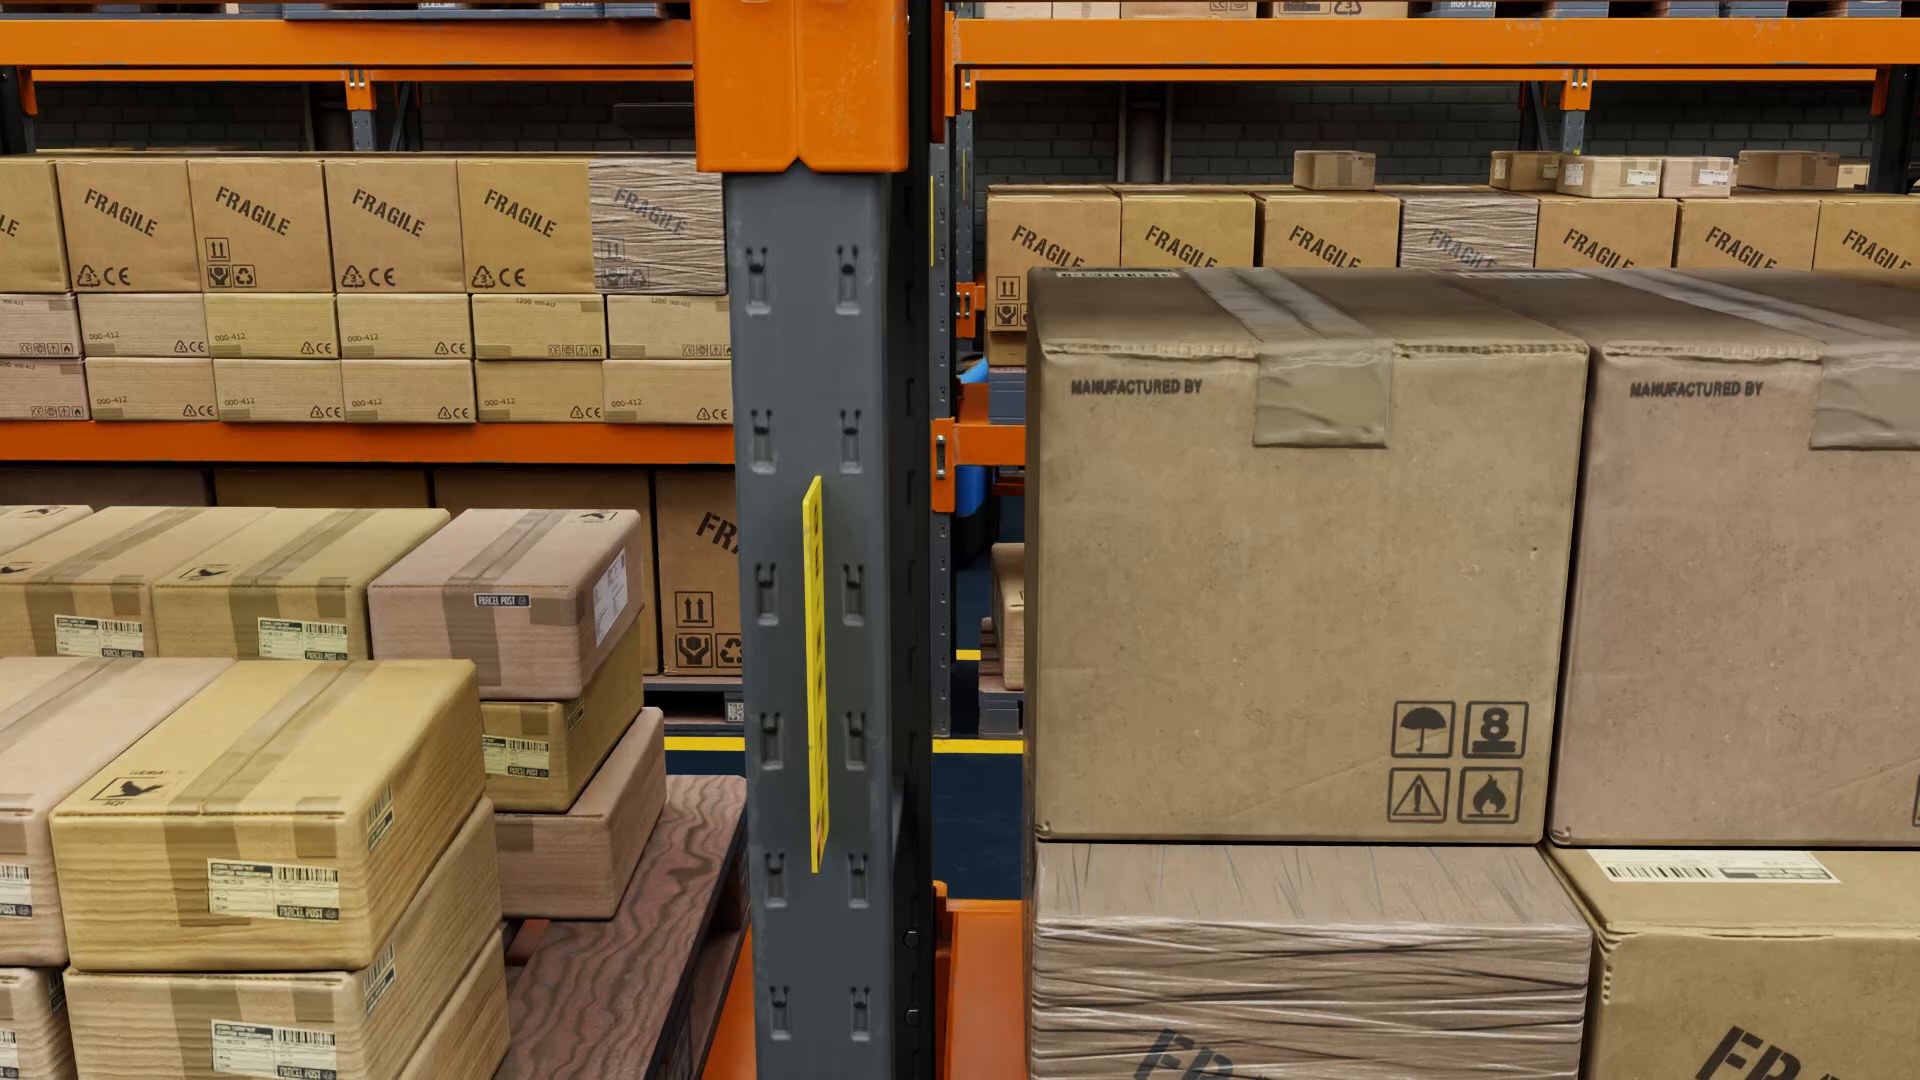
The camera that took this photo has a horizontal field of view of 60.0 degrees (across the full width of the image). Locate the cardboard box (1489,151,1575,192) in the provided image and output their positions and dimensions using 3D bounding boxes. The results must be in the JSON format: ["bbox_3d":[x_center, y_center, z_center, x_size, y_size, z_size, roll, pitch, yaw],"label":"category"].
[{"bbox_3d":[2.357,-1.523,6.858,0.250,0.149,0.380,1,15,5],"label":"cardboard box"}]

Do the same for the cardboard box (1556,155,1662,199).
[{"bbox_3d":[2.476,-1.391,6.359,0.250,0.149,0.380,0,15,-1],"label":"cardboard box"}]

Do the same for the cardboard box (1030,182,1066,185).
[{"bbox_3d":[0.626,-2.470,11.855,0.250,0.149,0.380,1,15,3],"label":"cardboard box"}]

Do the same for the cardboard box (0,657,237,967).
[{"bbox_3d":[-0.870,0.239,1.556,0.250,0.149,0.380,0,15,1],"label":"cardboard box"}]

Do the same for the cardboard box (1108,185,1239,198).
[{"bbox_3d":[0.887,-1.229,7.014,0.500,0.500,0.500,0,15,1],"label":"cardboard box"}]

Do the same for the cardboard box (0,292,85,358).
[{"bbox_3d":[-3.658,-0.886,6.634,0.500,0.250,0.500,0,15,0],"label":"cardboard box"}]

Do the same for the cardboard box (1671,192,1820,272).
[{"bbox_3d":[2.944,-1.082,6.461,0.500,0.500,0.500,0,15,2],"label":"cardboard box"}]

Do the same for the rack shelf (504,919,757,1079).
[{"bbox_3d":[-2.116,0.832,2.217,4.000,0.370,1.077,0,15,1],"label":"rack shelf"}]

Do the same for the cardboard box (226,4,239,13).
[{"bbox_3d":[-4.976,-3.520,11.131,0.500,0.250,0.500,0,15,0],"label":"cardboard box"}]

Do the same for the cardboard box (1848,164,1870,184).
[{"bbox_3d":[6.132,-2.443,11.167,0.250,0.149,0.380,1,15,2],"label":"cardboard box"}]

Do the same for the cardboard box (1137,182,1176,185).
[{"bbox_3d":[1.390,-2.447,11.769,0.250,0.149,0.380,0,15,1],"label":"cardboard box"}]

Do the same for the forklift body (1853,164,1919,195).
[{"bbox_3d":[6.086,-1.116,9.855,1.214,2.155,2.313,0,15,1],"label":"forklift body"}]

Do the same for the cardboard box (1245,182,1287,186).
[{"bbox_3d":[2.161,-2.447,11.766,0.250,0.149,0.380,1,15,2],"label":"cardboard box"}]

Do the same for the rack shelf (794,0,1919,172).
[{"bbox_3d":[1.882,-0.592,1.736,4.000,0.370,1.077,0,15,1],"label":"rack shelf"}]

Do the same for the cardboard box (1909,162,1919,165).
[{"bbox_3d":[6.662,-2.551,11.580,0.250,0.149,0.380,1,15,3],"label":"cardboard box"}]

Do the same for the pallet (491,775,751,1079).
[{"bbox_3d":[-0.832,0.612,2.015,1.003,0.211,1.213,0,15,1],"label":"pallet"}]

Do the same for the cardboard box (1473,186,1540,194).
[{"bbox_3d":[2.451,-1.221,6.986,0.500,0.500,0.500,0,15,1],"label":"cardboard box"}]

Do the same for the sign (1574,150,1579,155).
[{"bbox_3d":[4.026,-2.389,10.900,0.005,0.325,0.100,0,15,1],"label":"sign"}]

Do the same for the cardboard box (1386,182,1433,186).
[{"bbox_3d":[3.168,-2.442,11.747,0.250,0.149,0.380,0,15,1],"label":"cardboard box"}]

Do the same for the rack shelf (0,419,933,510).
[{"bbox_3d":[-2.091,-0.431,7.004,4.000,0.370,1.077,0,15,1],"label":"rack shelf"}]

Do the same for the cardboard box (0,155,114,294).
[{"bbox_3d":[-3.658,-1.248,6.533,0.500,0.500,0.500,1,15,2],"label":"cardboard box"}]

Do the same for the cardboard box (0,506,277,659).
[{"bbox_3d":[-1.088,0.072,2.192,0.250,0.149,0.380,0,15,1],"label":"cardboard box"}]

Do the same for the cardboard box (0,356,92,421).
[{"bbox_3d":[-3.657,-0.649,6.715,0.500,0.250,0.500,0,15,0],"label":"cardboard box"}]

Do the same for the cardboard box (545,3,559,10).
[{"bbox_3d":[-2.658,-3.529,10.928,0.250,0.149,0.380,0,15,1],"label":"cardboard box"}]

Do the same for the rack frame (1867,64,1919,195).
[{"bbox_3d":[3.907,-0.740,6.764,0.127,3.000,1.000,0,15,1],"label":"rack frame"}]

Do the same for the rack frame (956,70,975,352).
[{"bbox_3d":[0.031,-2.032,11.661,0.127,3.000,1.000,0,15,1],"label":"rack frame"}]

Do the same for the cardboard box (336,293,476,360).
[{"bbox_3d":[-2.126,-0.877,6.599,0.500,0.250,0.500,0,15,0],"label":"cardboard box"}]

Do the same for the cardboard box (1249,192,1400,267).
[{"bbox_3d":[1.404,-1.096,6.511,0.500,0.500,0.500,1,15,2],"label":"cardboard box"}]

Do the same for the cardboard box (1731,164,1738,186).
[{"bbox_3d":[5.115,-2.428,11.112,0.250,0.149,0.380,1,15,3],"label":"cardboard box"}]

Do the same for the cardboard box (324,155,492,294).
[{"bbox_3d":[-2.130,-1.246,6.526,0.500,0.500,0.500,0,15,1],"label":"cardboard box"}]

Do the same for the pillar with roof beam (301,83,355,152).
[{"bbox_3d":[-4.750,-4.095,7.722,0.400,9.000,9.100,0,15,1],"label":"pillar with roof beam"}]

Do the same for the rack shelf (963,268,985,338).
[{"bbox_3d":[2.031,-1.671,11.703,4.000,0.370,1.077,0,15,1],"label":"rack shelf"}]

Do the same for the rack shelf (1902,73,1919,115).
[{"bbox_3d":[5.906,-1.829,6.424,4.000,0.370,1.077,0,15,1],"label":"rack shelf"}]

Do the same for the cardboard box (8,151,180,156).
[{"bbox_3d":[-3.637,-1.385,7.053,0.500,0.500,0.500,1,15,3],"label":"cardboard box"}]

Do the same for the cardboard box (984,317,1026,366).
[{"bbox_3d":[0.228,-0.798,6.654,0.250,0.149,0.380,0,15,-2],"label":"cardboard box"}]

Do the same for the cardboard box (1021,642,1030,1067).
[{"bbox_3d":[0.340,0.383,2.312,0.500,0.500,0.500,0,15,1],"label":"cardboard box"}]

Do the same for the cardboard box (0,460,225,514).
[{"bbox_3d":[-3.469,0.016,7.241,0.875,0.875,0.875,1,15,3],"label":"cardboard box"}]

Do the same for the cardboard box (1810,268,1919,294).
[{"bbox_3d":[1.350,-0.024,1.893,0.500,0.500,0.700,0,15,1],"label":"cardboard box"}]

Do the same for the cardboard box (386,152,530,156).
[{"bbox_3d":[-2.096,-1.376,7.018,0.500,0.500,0.500,1,15,2],"label":"cardboard box"}]

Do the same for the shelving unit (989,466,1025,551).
[{"bbox_3d":[0.439,-0.532,9.504,0.503,1.200,0.258,3,15,11],"label":"shelving unit"}]

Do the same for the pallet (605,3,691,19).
[{"bbox_3d":[-0.737,-2.116,6.469,1.003,0.211,1.213,1,15,4],"label":"pallet"}]

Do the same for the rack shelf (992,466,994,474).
[{"bbox_3d":[0.439,-0.467,9.521,0.480,0.148,0.258,3,15,11],"label":"rack shelf"}]

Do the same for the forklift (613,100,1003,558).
[{"bbox_3d":[-1.313,-1.449,9.585,3.031,2.935,1.130,3,15,11],"label":"forklift"}]

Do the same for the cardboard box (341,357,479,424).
[{"bbox_3d":[-2.129,-0.633,6.654,0.500,0.250,0.500,0,15,1],"label":"cardboard box"}]

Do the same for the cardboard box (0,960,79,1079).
[{"bbox_3d":[-0.889,0.383,1.593,0.250,0.149,0.380,1,15,4],"label":"cardboard box"}]

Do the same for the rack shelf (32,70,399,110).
[{"bbox_3d":[-5.967,-3.173,11.518,4.000,0.370,1.077,0,15,1],"label":"rack shelf"}]

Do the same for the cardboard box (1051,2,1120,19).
[{"bbox_3d":[0.474,-2.104,6.319,0.258,0.266,0.396,0,15,1],"label":"cardboard box"}]

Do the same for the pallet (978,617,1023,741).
[{"bbox_3d":[0.689,0.588,7.198,1.213,0.211,1.003,0,15,1],"label":"pallet"}]

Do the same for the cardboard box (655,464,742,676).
[{"bbox_3d":[-0.780,0.033,7.178,0.875,0.875,0.875,0,15,1],"label":"cardboard box"}]
